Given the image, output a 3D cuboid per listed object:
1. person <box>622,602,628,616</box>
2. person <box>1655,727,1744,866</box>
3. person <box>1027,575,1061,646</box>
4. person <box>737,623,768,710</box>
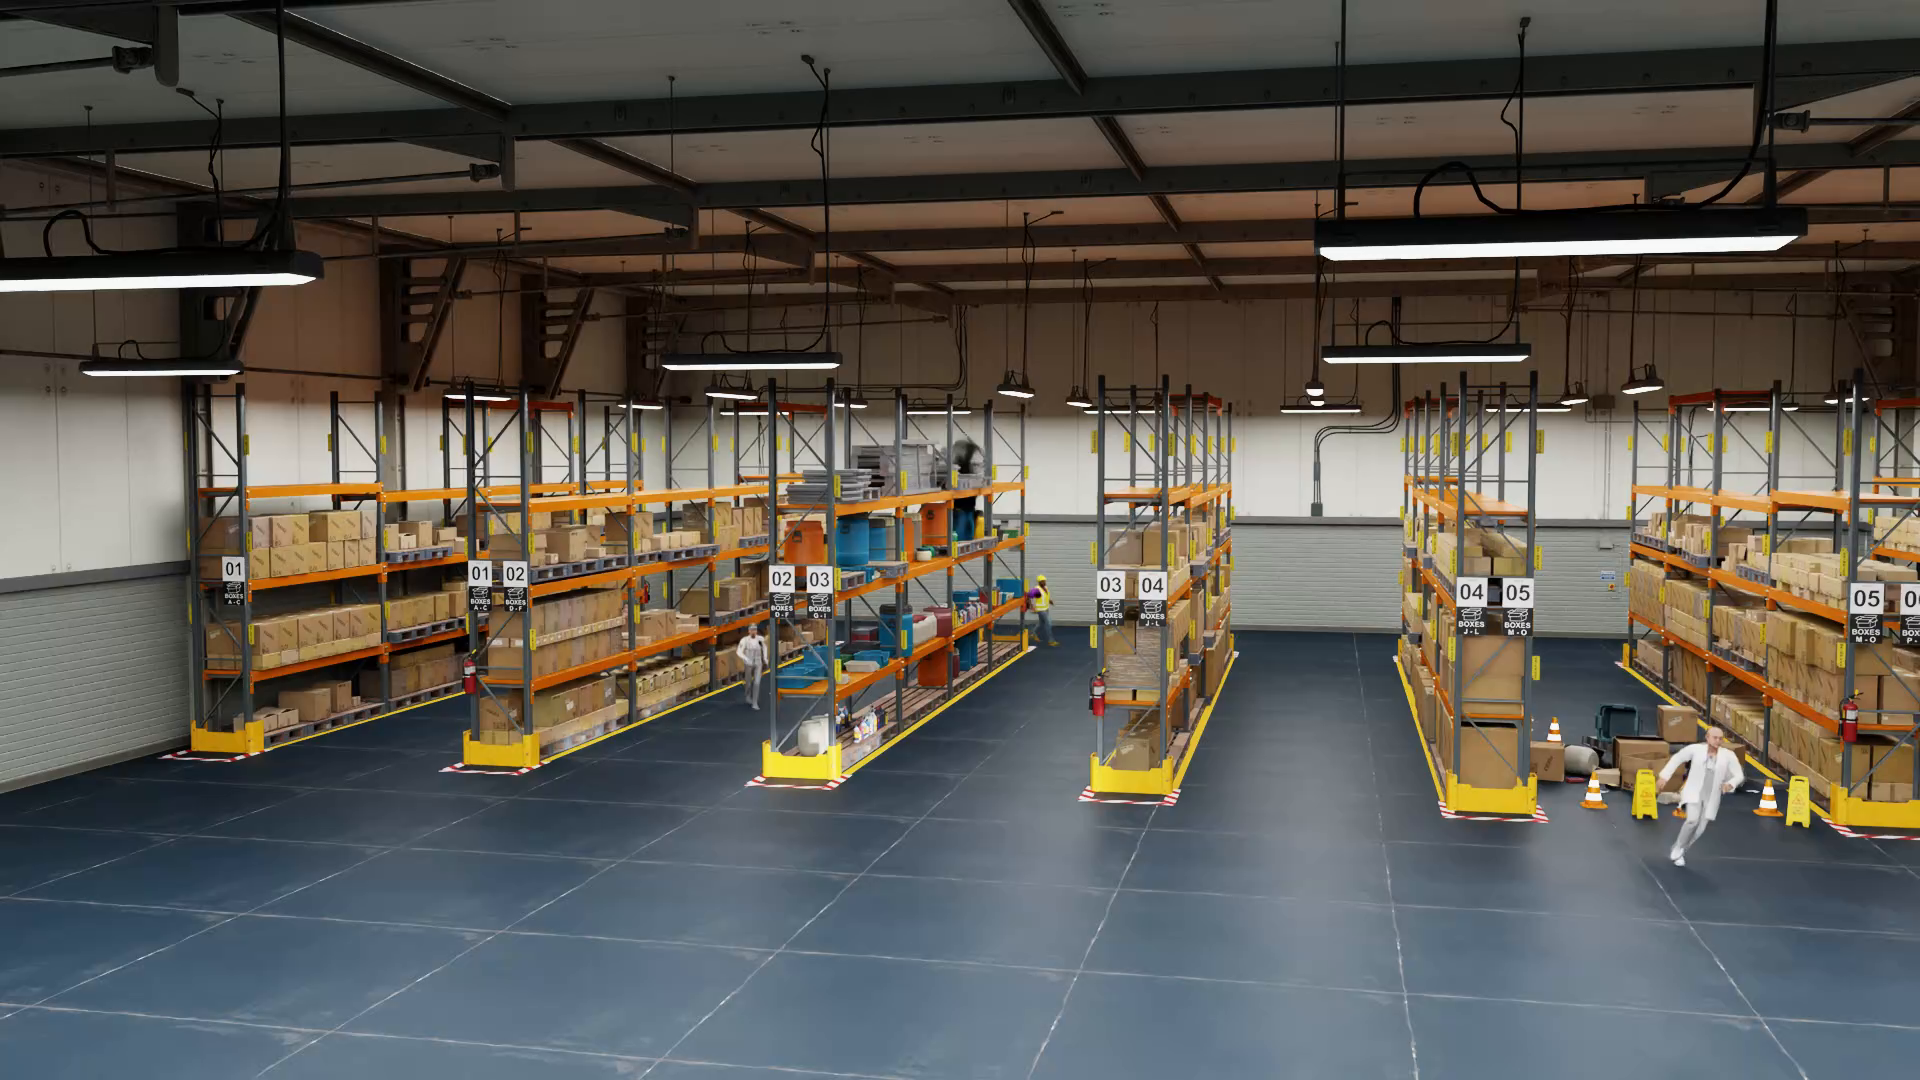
[{"bbox_3d":[-7.057,2.120,35.559,0.476,1.610,0.960,1,3,9],"label":"person"},{"bbox_3d":[8.796,3.045,19.689,0.871,1.682,0.755,0,3,4],"label":"person"},{"bbox_3d":[2.039,1.749,41.368,0.898,1.763,0.759,2,4,29],"label":"person"},{"bbox_3d":[-3.962,2.373,31.672,0.604,1.652,0.833,-1,3,-14],"label":"person"}]
